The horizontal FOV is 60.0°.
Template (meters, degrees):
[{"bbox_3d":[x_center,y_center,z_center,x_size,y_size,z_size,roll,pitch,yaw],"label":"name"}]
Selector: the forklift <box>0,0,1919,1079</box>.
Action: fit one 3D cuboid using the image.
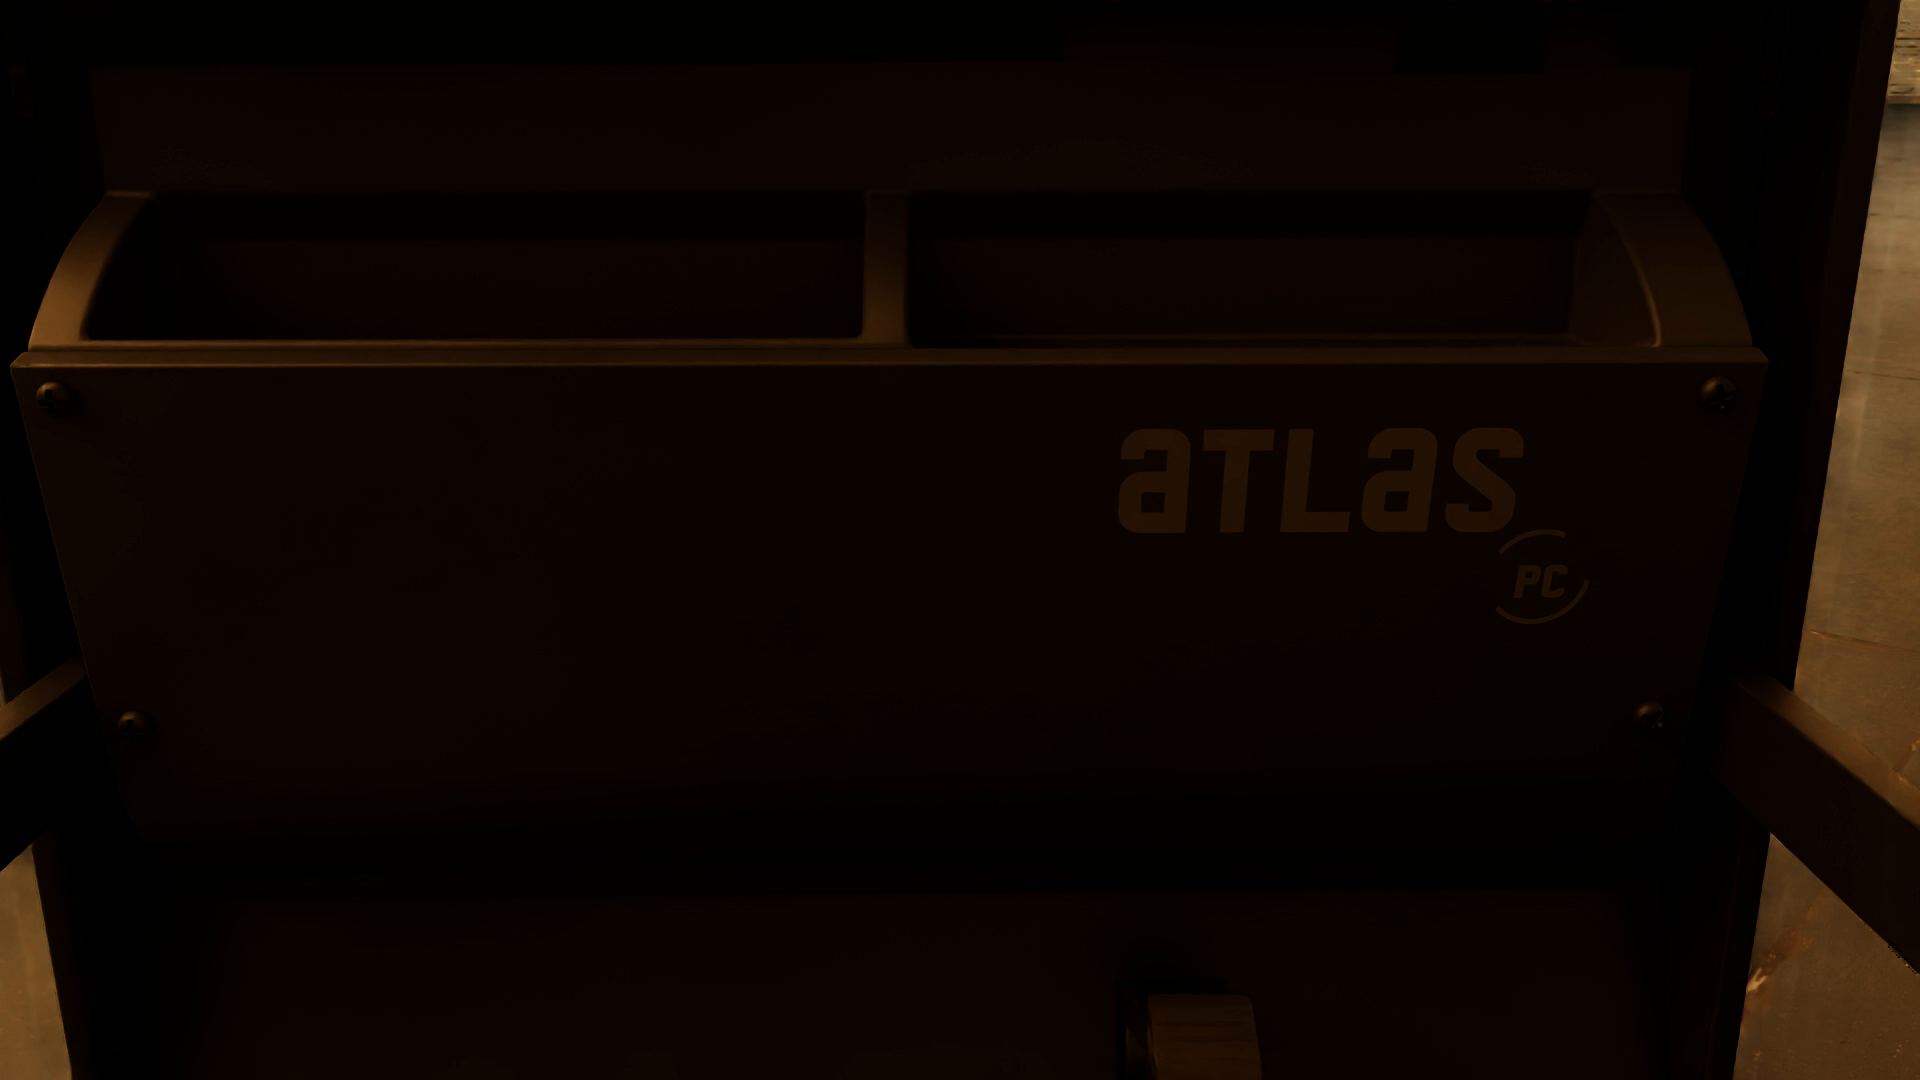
[{"bbox_3d":[-0.029,-0.519,0.607,1.130,2.935,3.031,0,17,-1],"label":"forklift"}]
